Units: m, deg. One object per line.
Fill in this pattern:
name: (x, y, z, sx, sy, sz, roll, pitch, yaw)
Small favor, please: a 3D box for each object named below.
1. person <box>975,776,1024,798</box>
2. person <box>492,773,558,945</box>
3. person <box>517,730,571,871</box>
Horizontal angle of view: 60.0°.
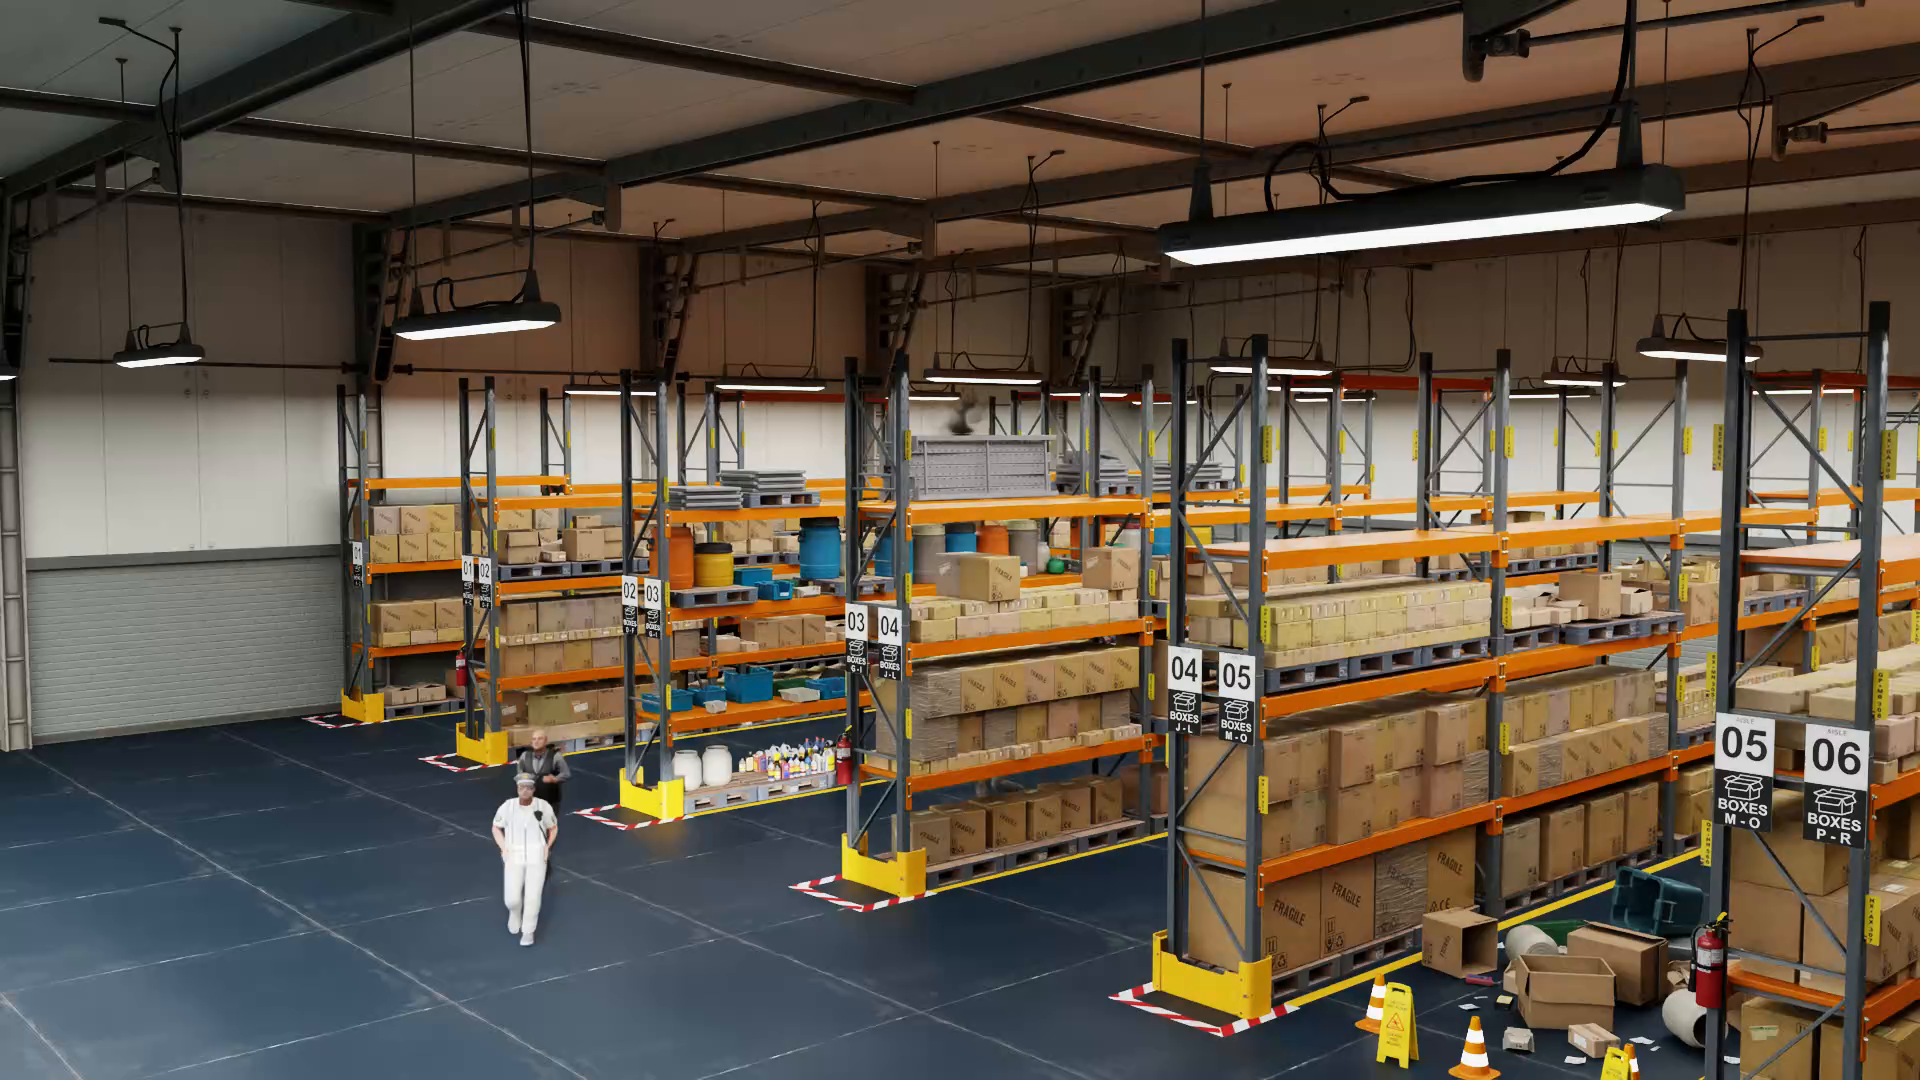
person: (0.474, 2.842, 22.162, 0.880, 1.772, 0.662, -3, 5, -42)
person: (-4.372, 3.194, 16.741, 0.644, 1.737, 0.574, -1, 4, -15)
person: (-4.778, 3.057, 19.112, 0.632, 1.782, 0.804, -1, 4, -10)
